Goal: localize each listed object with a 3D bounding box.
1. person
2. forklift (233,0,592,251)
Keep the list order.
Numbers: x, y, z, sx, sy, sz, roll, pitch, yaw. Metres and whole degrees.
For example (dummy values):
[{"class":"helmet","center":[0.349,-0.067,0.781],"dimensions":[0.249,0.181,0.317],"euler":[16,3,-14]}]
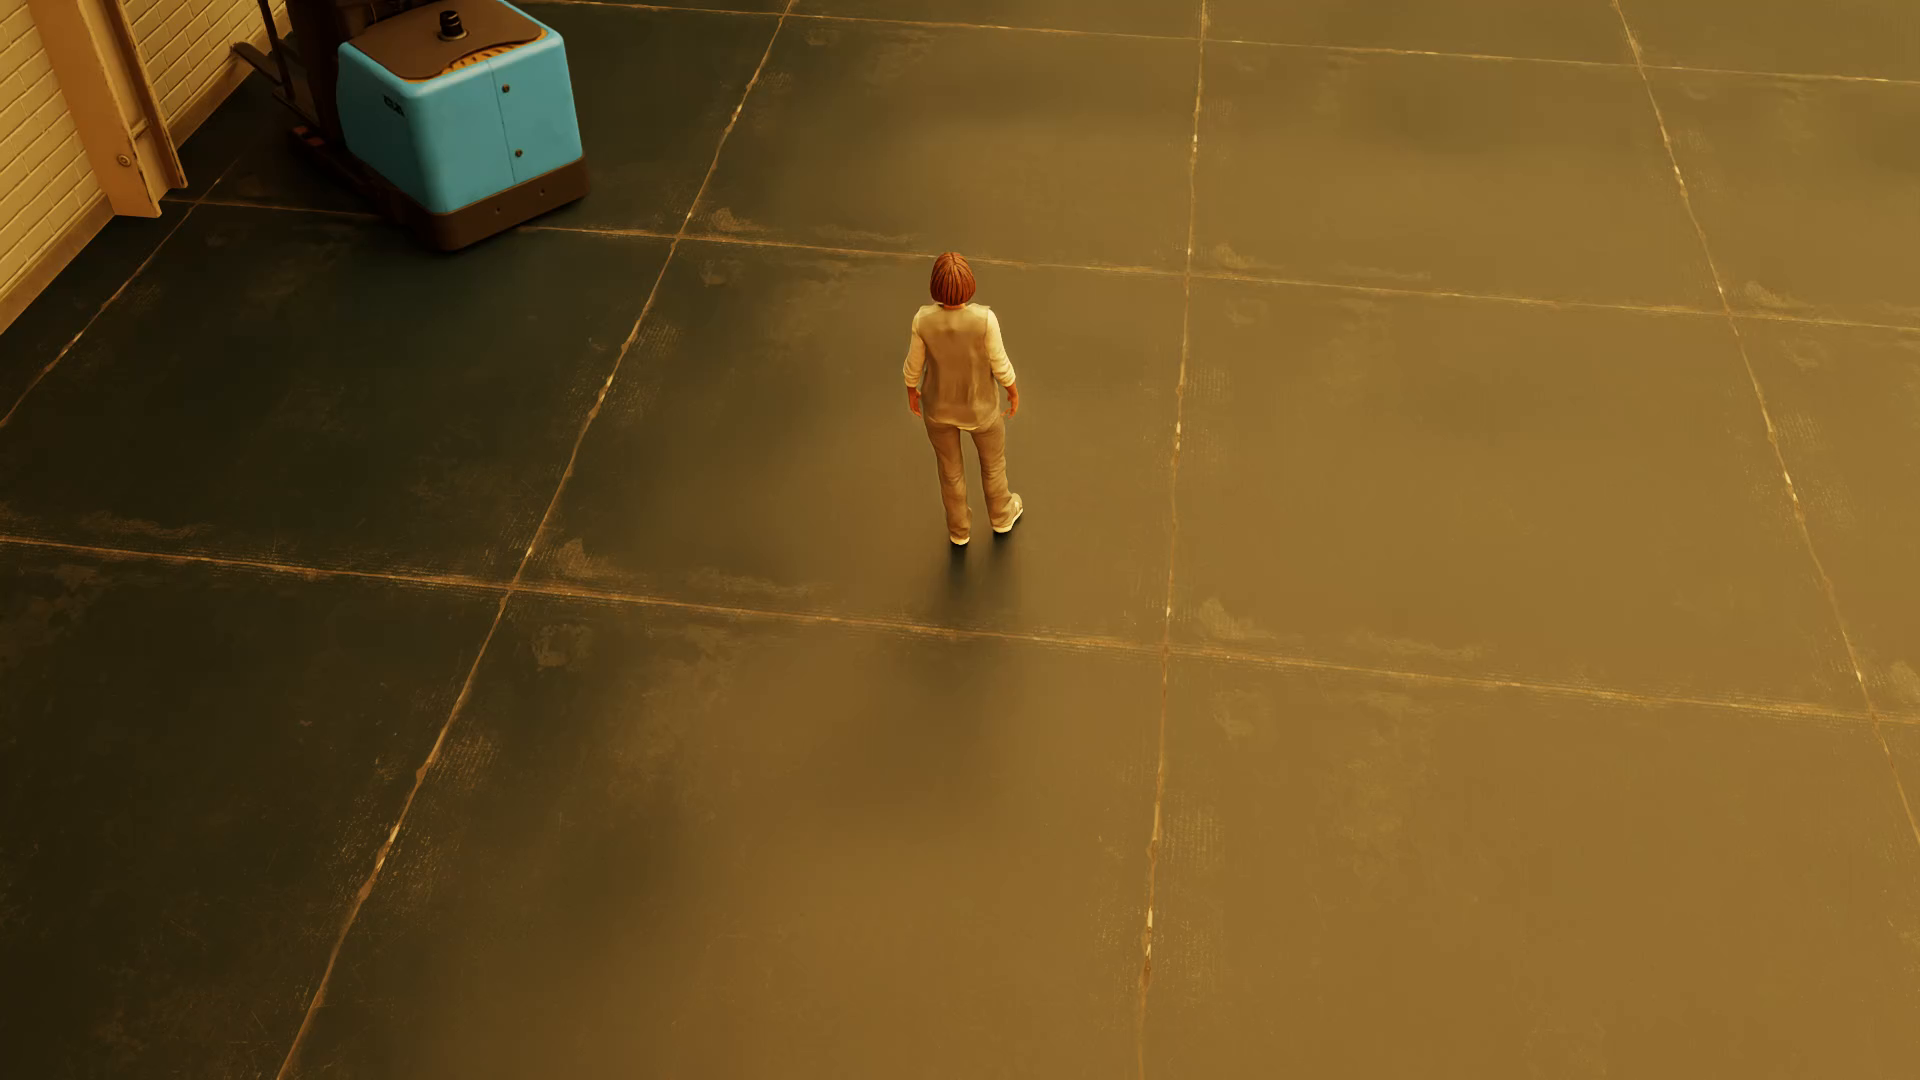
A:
[{"class":"person","center":[0.024,-0.641,7.400],"dimensions":[0.520,1.595,0.473],"euler":[5,43,6]},{"class":"forklift","center":[-3.615,-3.657,9.705],"dimensions":[1.130,2.935,3.031],"euler":[-32,52,-30]}]
